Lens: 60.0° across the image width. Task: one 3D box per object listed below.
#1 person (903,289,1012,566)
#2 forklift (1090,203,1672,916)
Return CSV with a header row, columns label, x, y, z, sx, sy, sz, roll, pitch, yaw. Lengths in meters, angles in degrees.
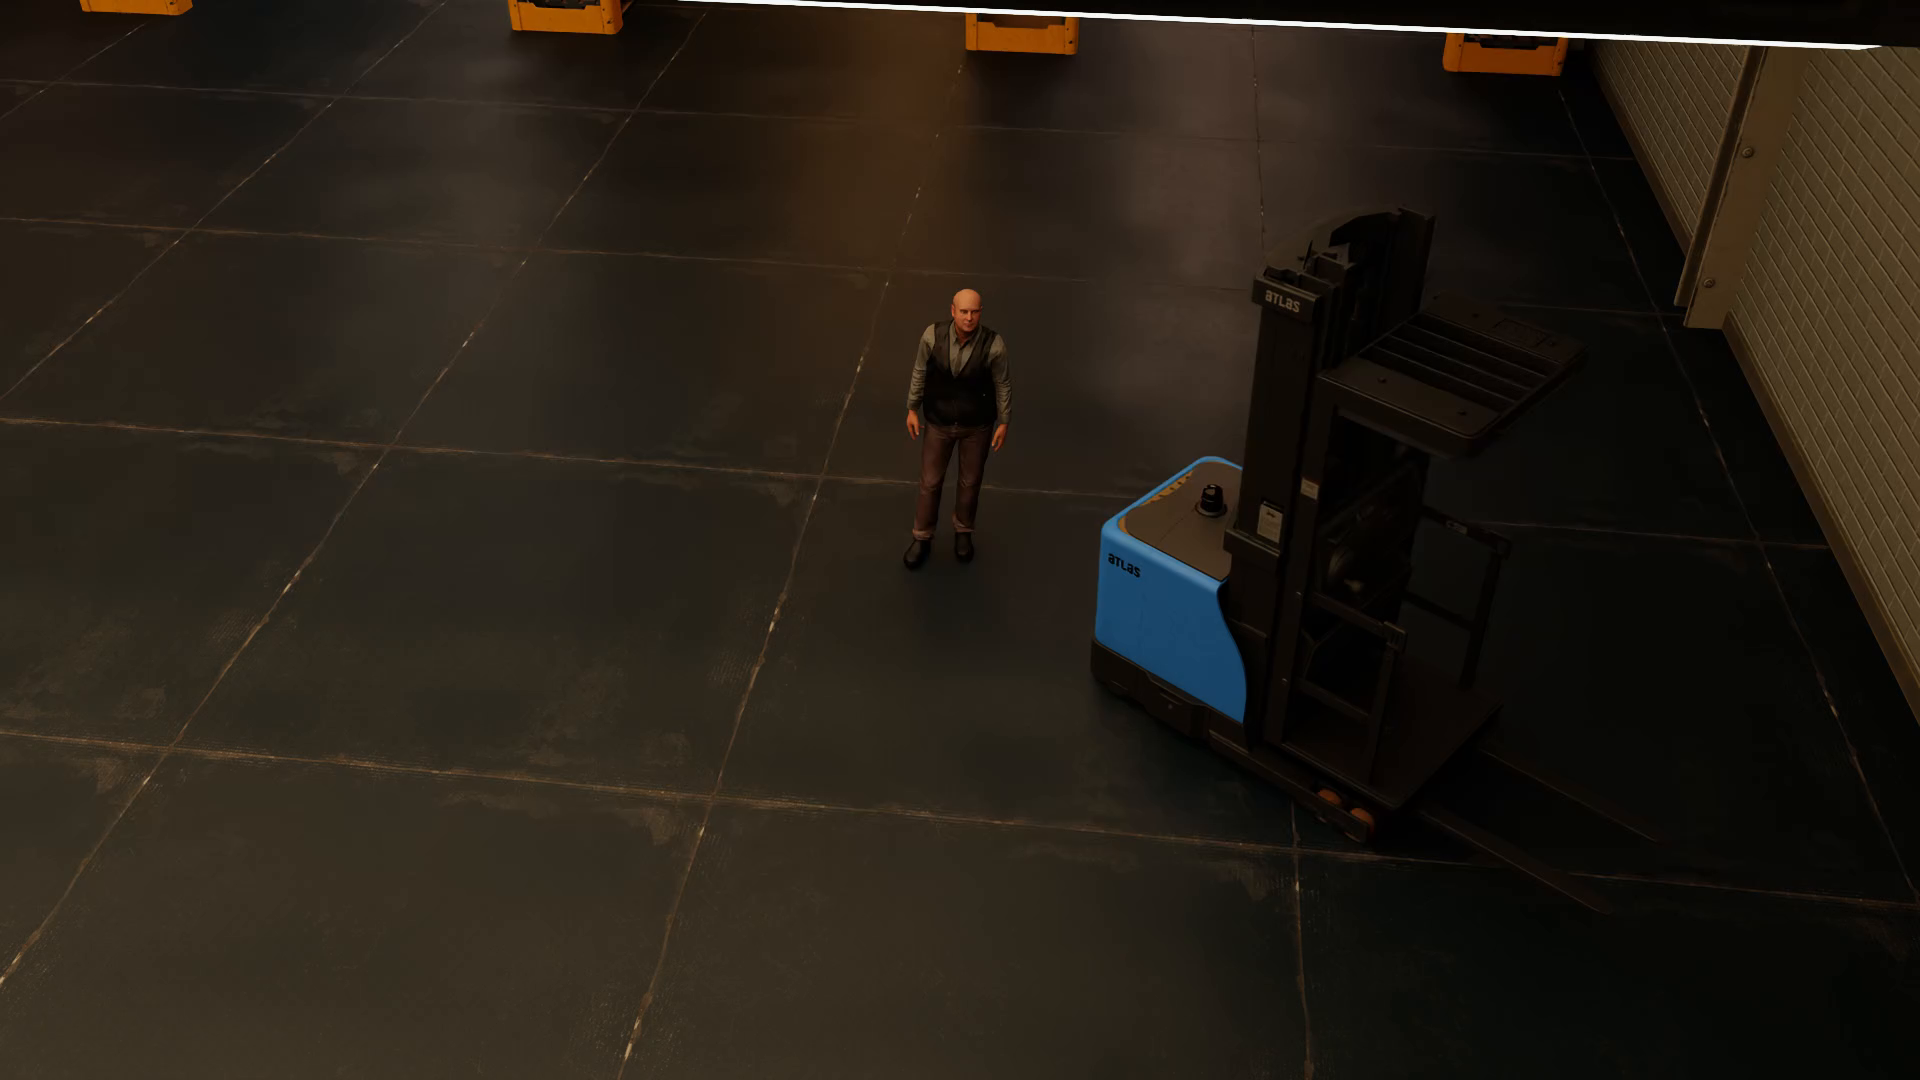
label,x,y,z,sx,sy,sz,roll,pitch,yaw
person,-0.016,-0.658,9.929,0.633,1.721,0.551,4,37,6
forklift,2.154,-0.007,8.039,3.031,2.935,1.130,29,45,33
